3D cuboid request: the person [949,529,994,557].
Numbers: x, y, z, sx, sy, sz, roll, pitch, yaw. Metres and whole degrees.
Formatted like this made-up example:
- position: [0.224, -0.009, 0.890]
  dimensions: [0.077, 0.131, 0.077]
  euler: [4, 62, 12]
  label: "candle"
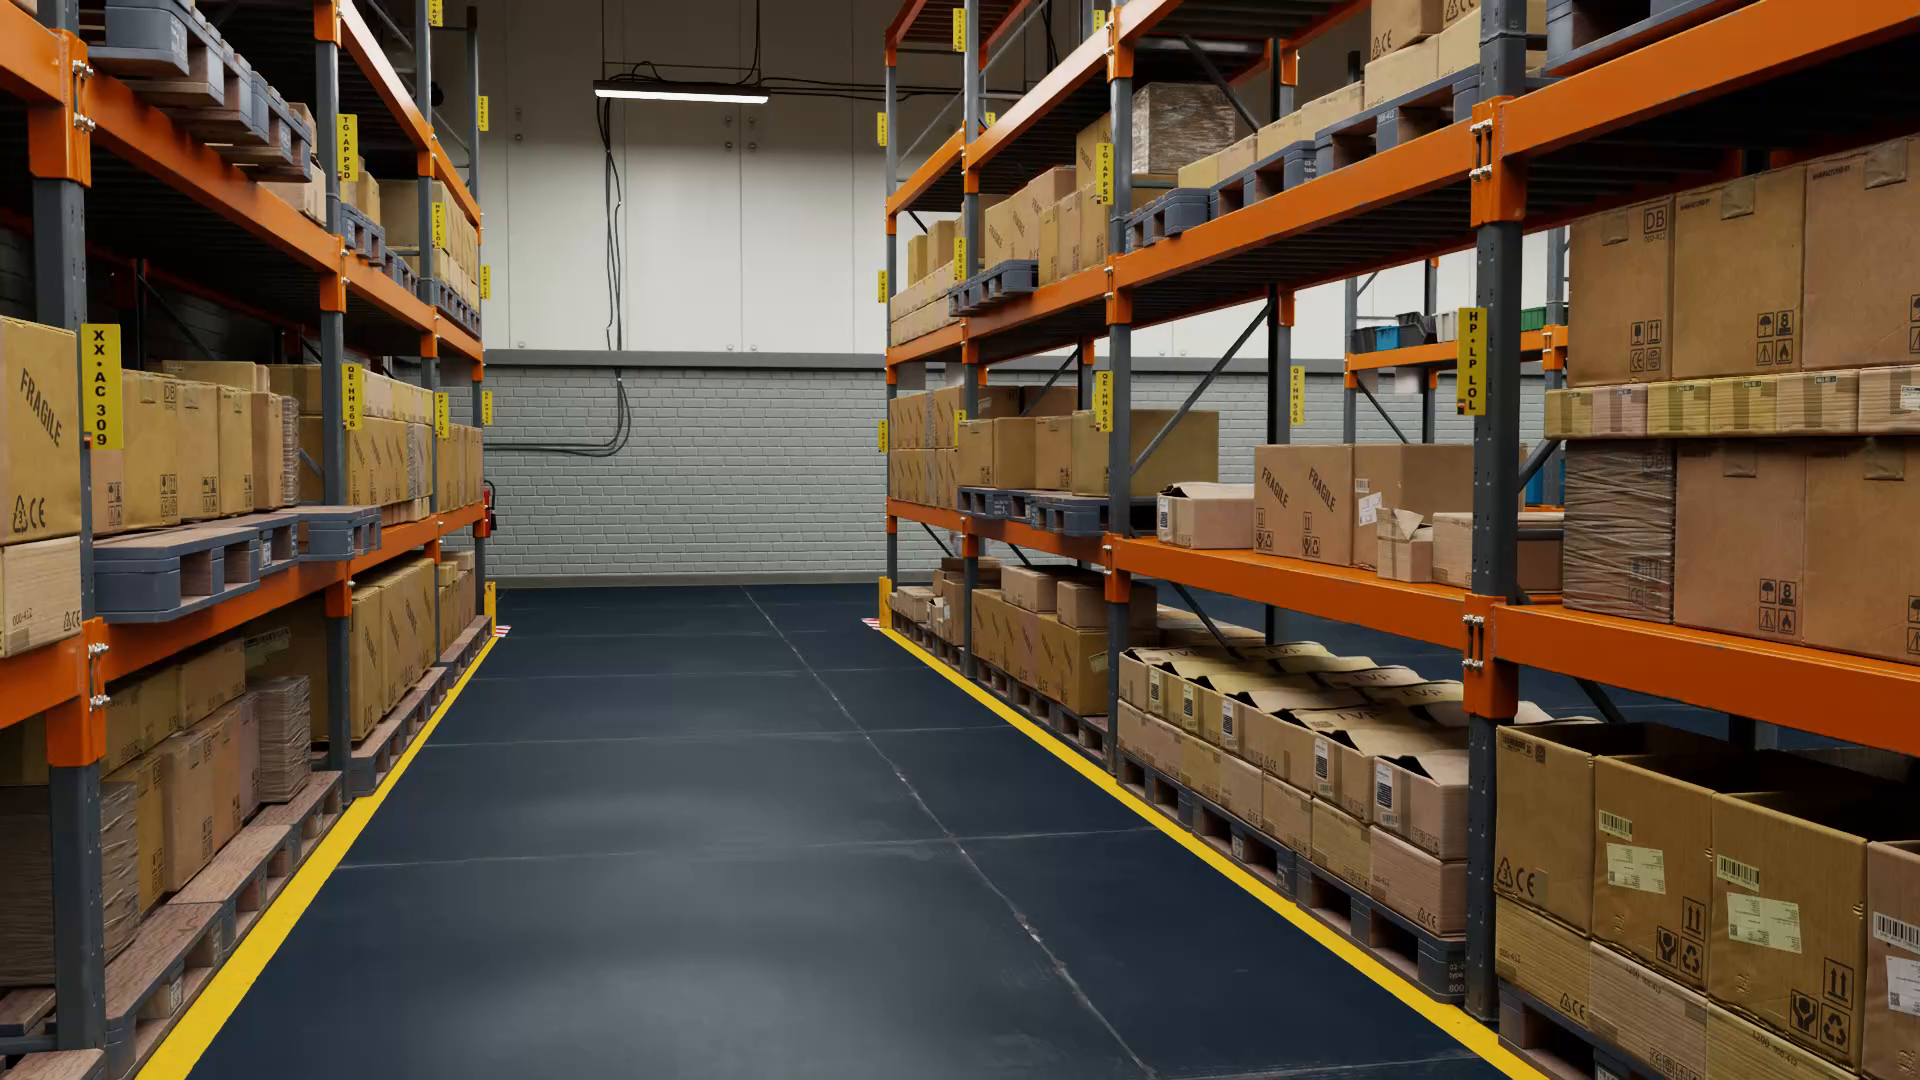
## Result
- position: [0.120, -0.122, 19.206]
  dimensions: [0.548, 1.758, 0.627]
  euler: [0, 3, -2]
  label: "person"
